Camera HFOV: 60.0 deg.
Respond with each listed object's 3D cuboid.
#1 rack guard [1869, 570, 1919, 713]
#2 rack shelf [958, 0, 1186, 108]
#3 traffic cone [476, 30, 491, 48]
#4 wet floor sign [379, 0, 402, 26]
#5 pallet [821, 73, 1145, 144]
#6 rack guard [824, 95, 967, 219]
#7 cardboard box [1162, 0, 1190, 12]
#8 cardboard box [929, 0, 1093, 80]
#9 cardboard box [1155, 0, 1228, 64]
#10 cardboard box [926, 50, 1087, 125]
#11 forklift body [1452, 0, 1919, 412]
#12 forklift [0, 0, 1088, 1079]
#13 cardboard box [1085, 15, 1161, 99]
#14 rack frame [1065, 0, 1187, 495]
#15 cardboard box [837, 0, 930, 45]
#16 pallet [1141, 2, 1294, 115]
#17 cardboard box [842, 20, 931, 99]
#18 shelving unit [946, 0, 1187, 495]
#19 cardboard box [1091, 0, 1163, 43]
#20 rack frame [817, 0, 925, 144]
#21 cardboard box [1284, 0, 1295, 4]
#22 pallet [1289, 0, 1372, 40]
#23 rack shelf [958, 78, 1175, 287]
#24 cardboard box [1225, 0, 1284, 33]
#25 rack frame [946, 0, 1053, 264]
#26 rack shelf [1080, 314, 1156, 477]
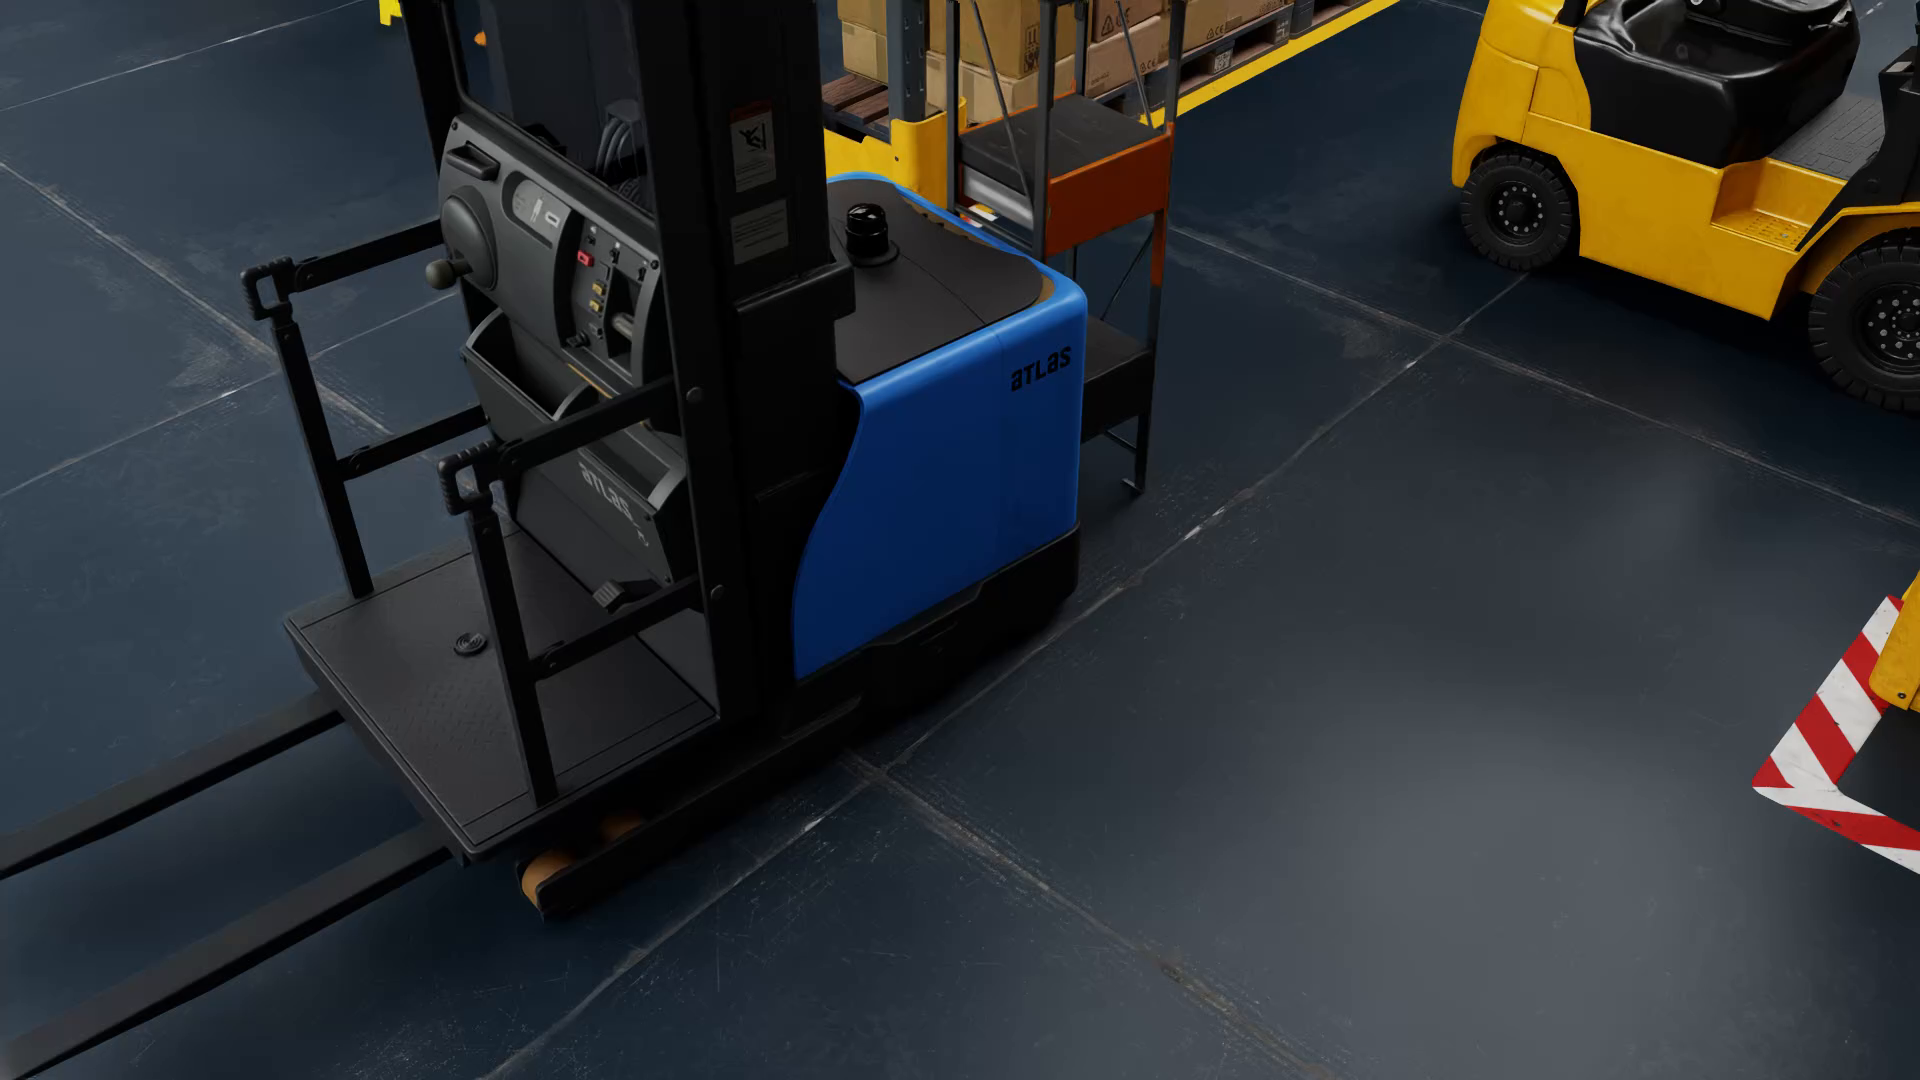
[{"bbox_3d":[3.105,0.395,4.352,1.175,0.500,0.348,30,47,32],"label":"rack guard"},{"bbox_3d":[0.283,-1.506,4.354,0.480,0.518,0.431,-28,46,-31],"label":"rack shelf"},{"bbox_3d":[-2.256,-2.733,8.316,0.336,0.463,0.334,30,47,32],"label":"traffic cone"},{"bbox_3d":[-2.825,-2.943,8.433,0.267,0.644,0.232,22,43,25],"label":"wet floor sign"},{"bbox_3d":[0.080,-1.979,7.569,1.003,0.211,1.213,30,47,32],"label":"pallet"},{"bbox_3d":[-0.494,-1.734,7.029,1.175,0.500,0.348,30,47,32],"label":"rack guard"},{"bbox_3d":[0.912,-2.793,7.622,0.500,0.500,0.500,31,48,33],"label":"cardboard box"},{"bbox_3d":[0.218,-2.324,7.032,0.500,0.500,0.500,28,46,31],"label":"cardboard box"},{"bbox_3d":[0.912,-2.507,7.865,0.500,0.250,0.500,-31,48,-33],"label":"cardboard box"},{"bbox_3d":[0.203,-2.020,7.252,0.500,0.250,0.500,29,47,32],"label":"cardboard box"},{"bbox_3d":[3.054,-1.900,5.911,2.313,2.155,1.214,30,47,32],"label":"forklift body"},{"bbox_3d":[-1.095,-0.599,3.648,3.031,2.935,1.130,-28,46,-31],"label":"forklift"},{"bbox_3d":[0.553,-2.251,7.543,0.500,0.250,0.500,31,48,33],"label":"cardboard box"},{"bbox_3d":[0.469,-1.067,4.905,0.015,2.100,0.400,-28,46,-31],"label":"rack frame"},{"bbox_3d":[-0.197,-2.536,7.299,0.500,0.500,0.500,30,47,32],"label":"cardboard box"},{"bbox_3d":[0.903,-2.537,8.271,1.003,0.211,1.213,30,47,32],"label":"pallet"},{"bbox_3d":[-0.183,-2.261,7.555,0.500,0.250,0.500,29,47,32],"label":"cardboard box"},{"bbox_3d":[0.283,-0.969,4.781,0.503,2.100,0.431,-28,46,-31],"label":"shelving unit"},{"bbox_3d":[0.568,-2.566,7.337,0.500,0.500,0.500,28,46,30],"label":"cardboard box"},{"bbox_3d":[-0.545,-2.677,6.207,1.000,3.000,0.127,30,47,32],"label":"rack frame"},{"bbox_3d":[1.601,-2.970,8.446,0.500,0.250,0.500,28,46,31],"label":"cardboard box"},{"bbox_3d":[1.726,-3.100,8.979,1.003,0.211,1.213,30,47,32],"label":"pallet"},{"bbox_3d":[0.283,-0.958,4.790,0.480,0.518,0.431,-28,46,-31],"label":"rack shelf"},{"bbox_3d":[1.254,-2.738,8.155,0.500,0.250,0.500,30,48,32],"label":"cardboard box"},{"bbox_3d":[0.098,-0.870,4.657,0.015,2.100,0.400,-28,46,-31],"label":"rack frame"},{"bbox_3d":[0.283,-0.410,5.225,0.480,0.518,0.431,-28,46,-31],"label":"rack shelf"}]
